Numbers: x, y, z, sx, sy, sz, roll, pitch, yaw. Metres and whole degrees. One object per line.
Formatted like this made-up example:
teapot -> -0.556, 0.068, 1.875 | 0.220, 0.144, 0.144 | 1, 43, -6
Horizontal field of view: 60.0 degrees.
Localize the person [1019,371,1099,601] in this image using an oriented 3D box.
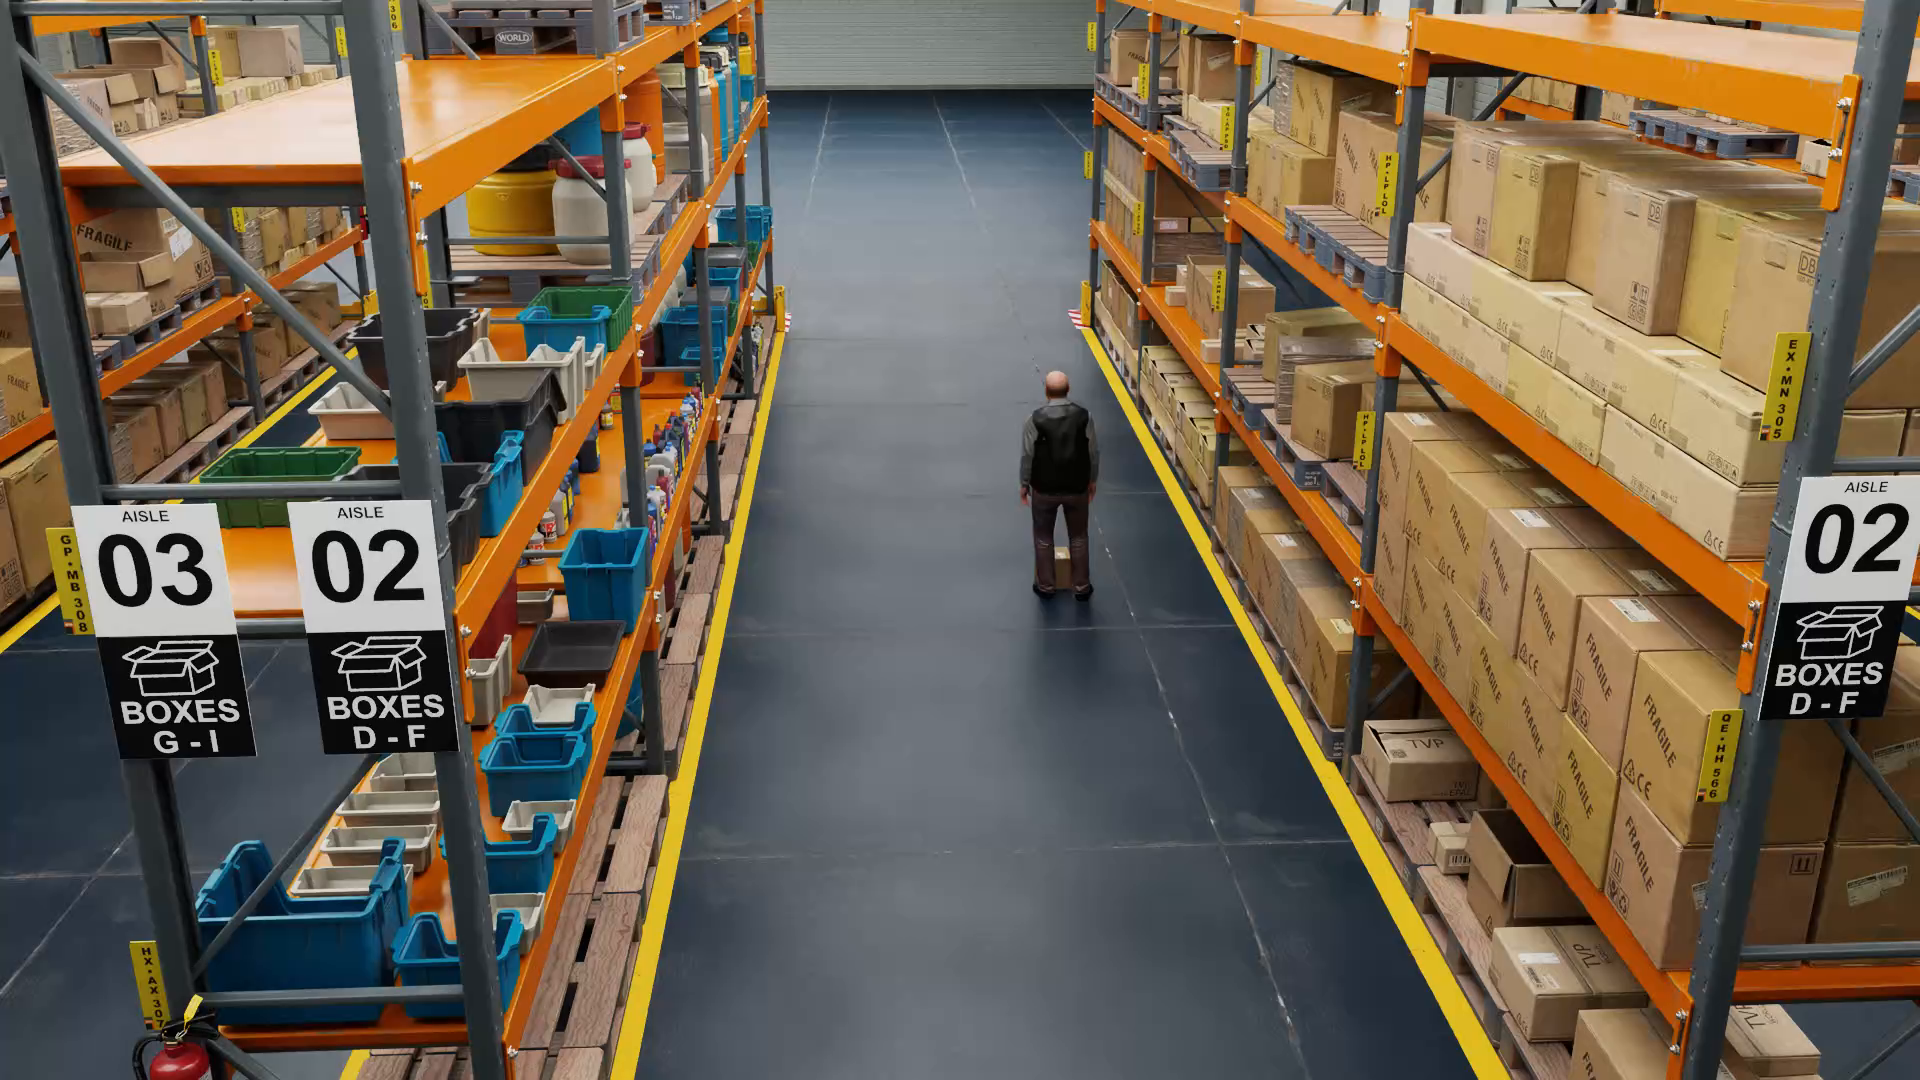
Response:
person -> 0.722, -0.385, 12.157 | 0.593, 1.720, 0.474 | -2, 20, -6
